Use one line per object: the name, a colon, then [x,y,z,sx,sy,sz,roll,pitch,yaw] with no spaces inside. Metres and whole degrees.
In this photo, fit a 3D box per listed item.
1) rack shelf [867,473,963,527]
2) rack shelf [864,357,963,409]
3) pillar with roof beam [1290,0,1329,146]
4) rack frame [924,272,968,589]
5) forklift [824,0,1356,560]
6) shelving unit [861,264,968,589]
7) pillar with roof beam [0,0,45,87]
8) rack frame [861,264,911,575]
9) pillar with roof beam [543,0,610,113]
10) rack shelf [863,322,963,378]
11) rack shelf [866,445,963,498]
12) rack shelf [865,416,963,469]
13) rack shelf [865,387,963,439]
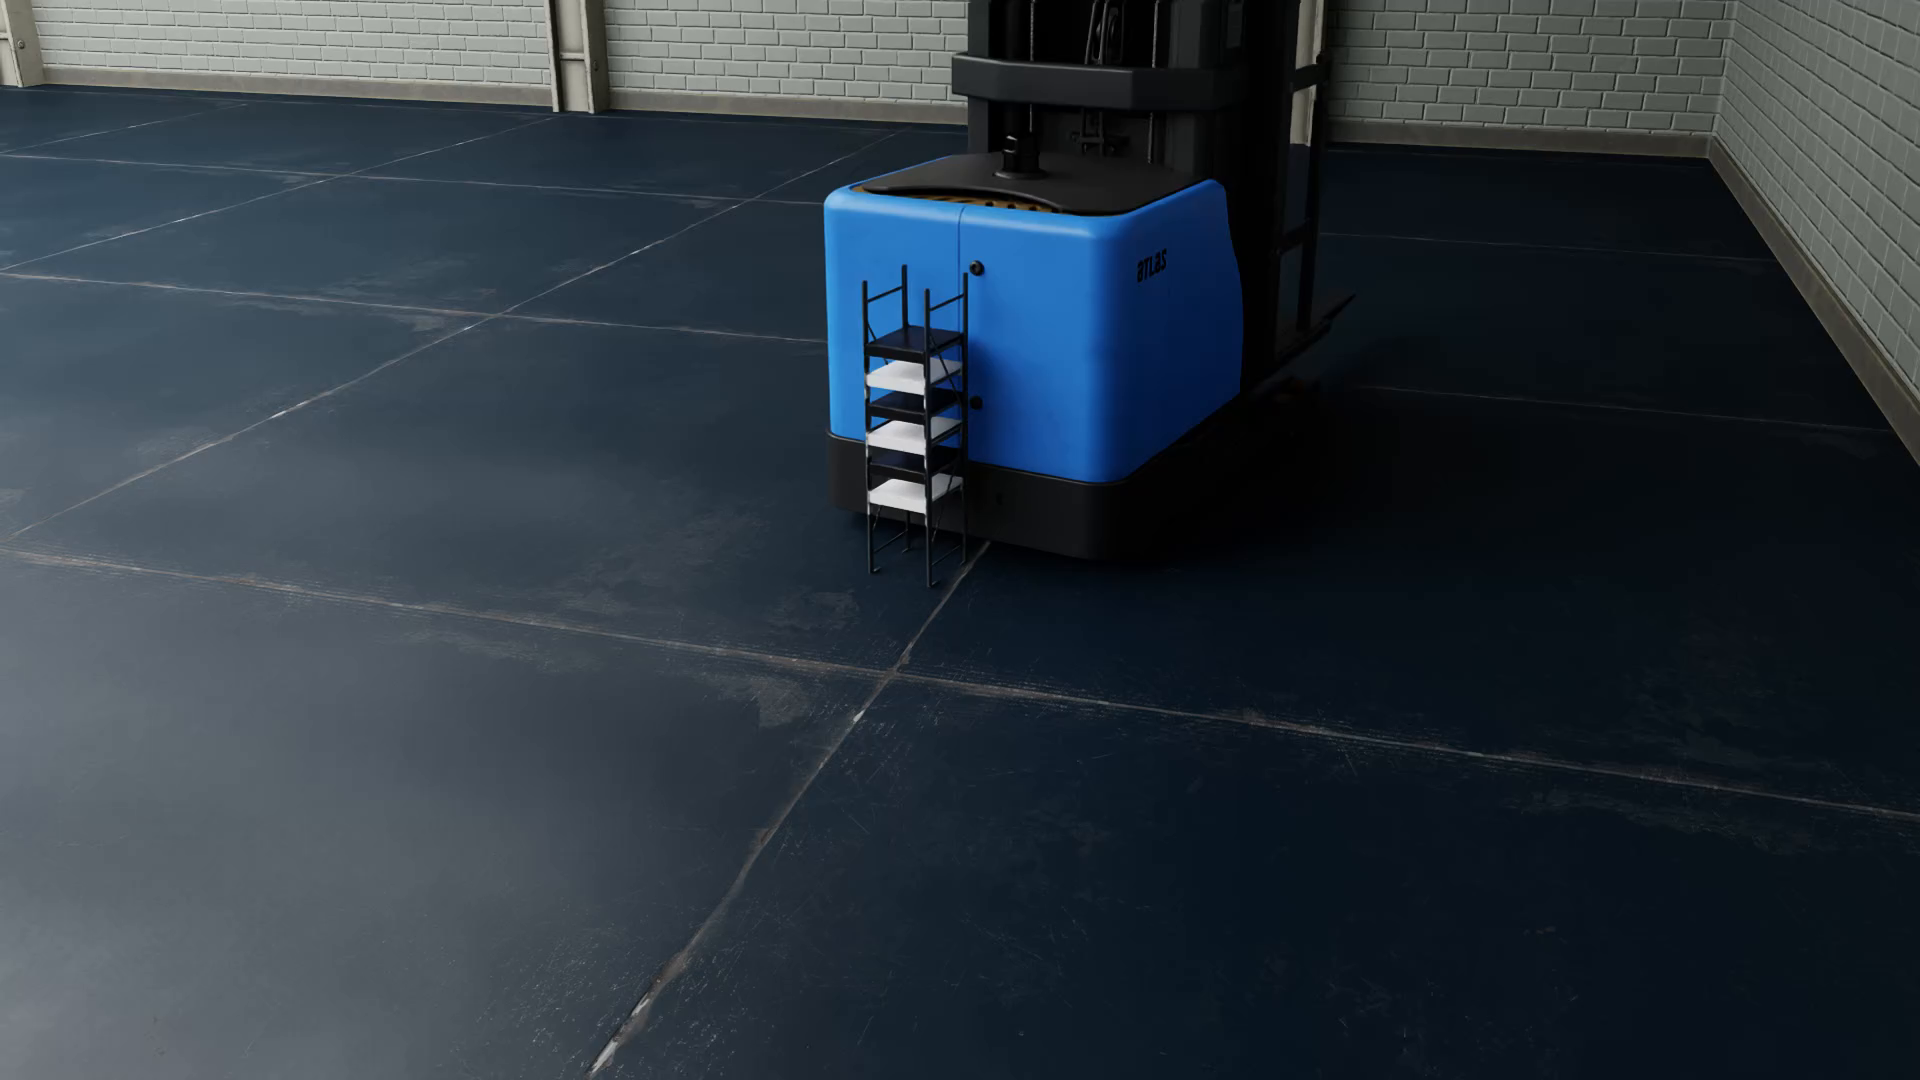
rack shelf: [-0.126,-0.134,4.972,0.200,0.077,0.258,12,25,27]
rack shelf: [-0.126,-0.467,4.834,0.200,0.077,0.258,12,25,27]
pillar with roof beam: [1.262,-5.631,7.139,0.400,9.000,9.100,7,23,16]
rack frame: [-0.037,-0.312,4.845,0.006,0.900,0.240,12,25,27]
forklift: [0.727,-1.813,5.827,1.130,2.935,3.031,12,25,27]
shelving unit: [-0.126,-0.331,4.890,0.210,0.900,0.258,12,25,27]
pillar with roof beam: [-10.226,-6.946,10.346,0.400,9.000,9.100,7,23,16]
rack frame: [-0.215,-0.350,4.936,0.006,0.900,0.240,12,25,27]
pillar with roof beam: [-4.482,-6.288,8.743,0.400,9.000,9.100,7,23,16]
rack shelf: [-0.127,-0.550,4.800,0.200,0.077,0.258,12,25,27]
rack shelf: [-0.126,-0.217,4.937,0.200,0.077,0.258,12,25,27]
rack shelf: [-0.126,-0.300,4.903,0.200,0.077,0.258,12,25,27]
rack shelf: [-0.126,-0.384,4.868,0.200,0.077,0.258,12,25,27]
